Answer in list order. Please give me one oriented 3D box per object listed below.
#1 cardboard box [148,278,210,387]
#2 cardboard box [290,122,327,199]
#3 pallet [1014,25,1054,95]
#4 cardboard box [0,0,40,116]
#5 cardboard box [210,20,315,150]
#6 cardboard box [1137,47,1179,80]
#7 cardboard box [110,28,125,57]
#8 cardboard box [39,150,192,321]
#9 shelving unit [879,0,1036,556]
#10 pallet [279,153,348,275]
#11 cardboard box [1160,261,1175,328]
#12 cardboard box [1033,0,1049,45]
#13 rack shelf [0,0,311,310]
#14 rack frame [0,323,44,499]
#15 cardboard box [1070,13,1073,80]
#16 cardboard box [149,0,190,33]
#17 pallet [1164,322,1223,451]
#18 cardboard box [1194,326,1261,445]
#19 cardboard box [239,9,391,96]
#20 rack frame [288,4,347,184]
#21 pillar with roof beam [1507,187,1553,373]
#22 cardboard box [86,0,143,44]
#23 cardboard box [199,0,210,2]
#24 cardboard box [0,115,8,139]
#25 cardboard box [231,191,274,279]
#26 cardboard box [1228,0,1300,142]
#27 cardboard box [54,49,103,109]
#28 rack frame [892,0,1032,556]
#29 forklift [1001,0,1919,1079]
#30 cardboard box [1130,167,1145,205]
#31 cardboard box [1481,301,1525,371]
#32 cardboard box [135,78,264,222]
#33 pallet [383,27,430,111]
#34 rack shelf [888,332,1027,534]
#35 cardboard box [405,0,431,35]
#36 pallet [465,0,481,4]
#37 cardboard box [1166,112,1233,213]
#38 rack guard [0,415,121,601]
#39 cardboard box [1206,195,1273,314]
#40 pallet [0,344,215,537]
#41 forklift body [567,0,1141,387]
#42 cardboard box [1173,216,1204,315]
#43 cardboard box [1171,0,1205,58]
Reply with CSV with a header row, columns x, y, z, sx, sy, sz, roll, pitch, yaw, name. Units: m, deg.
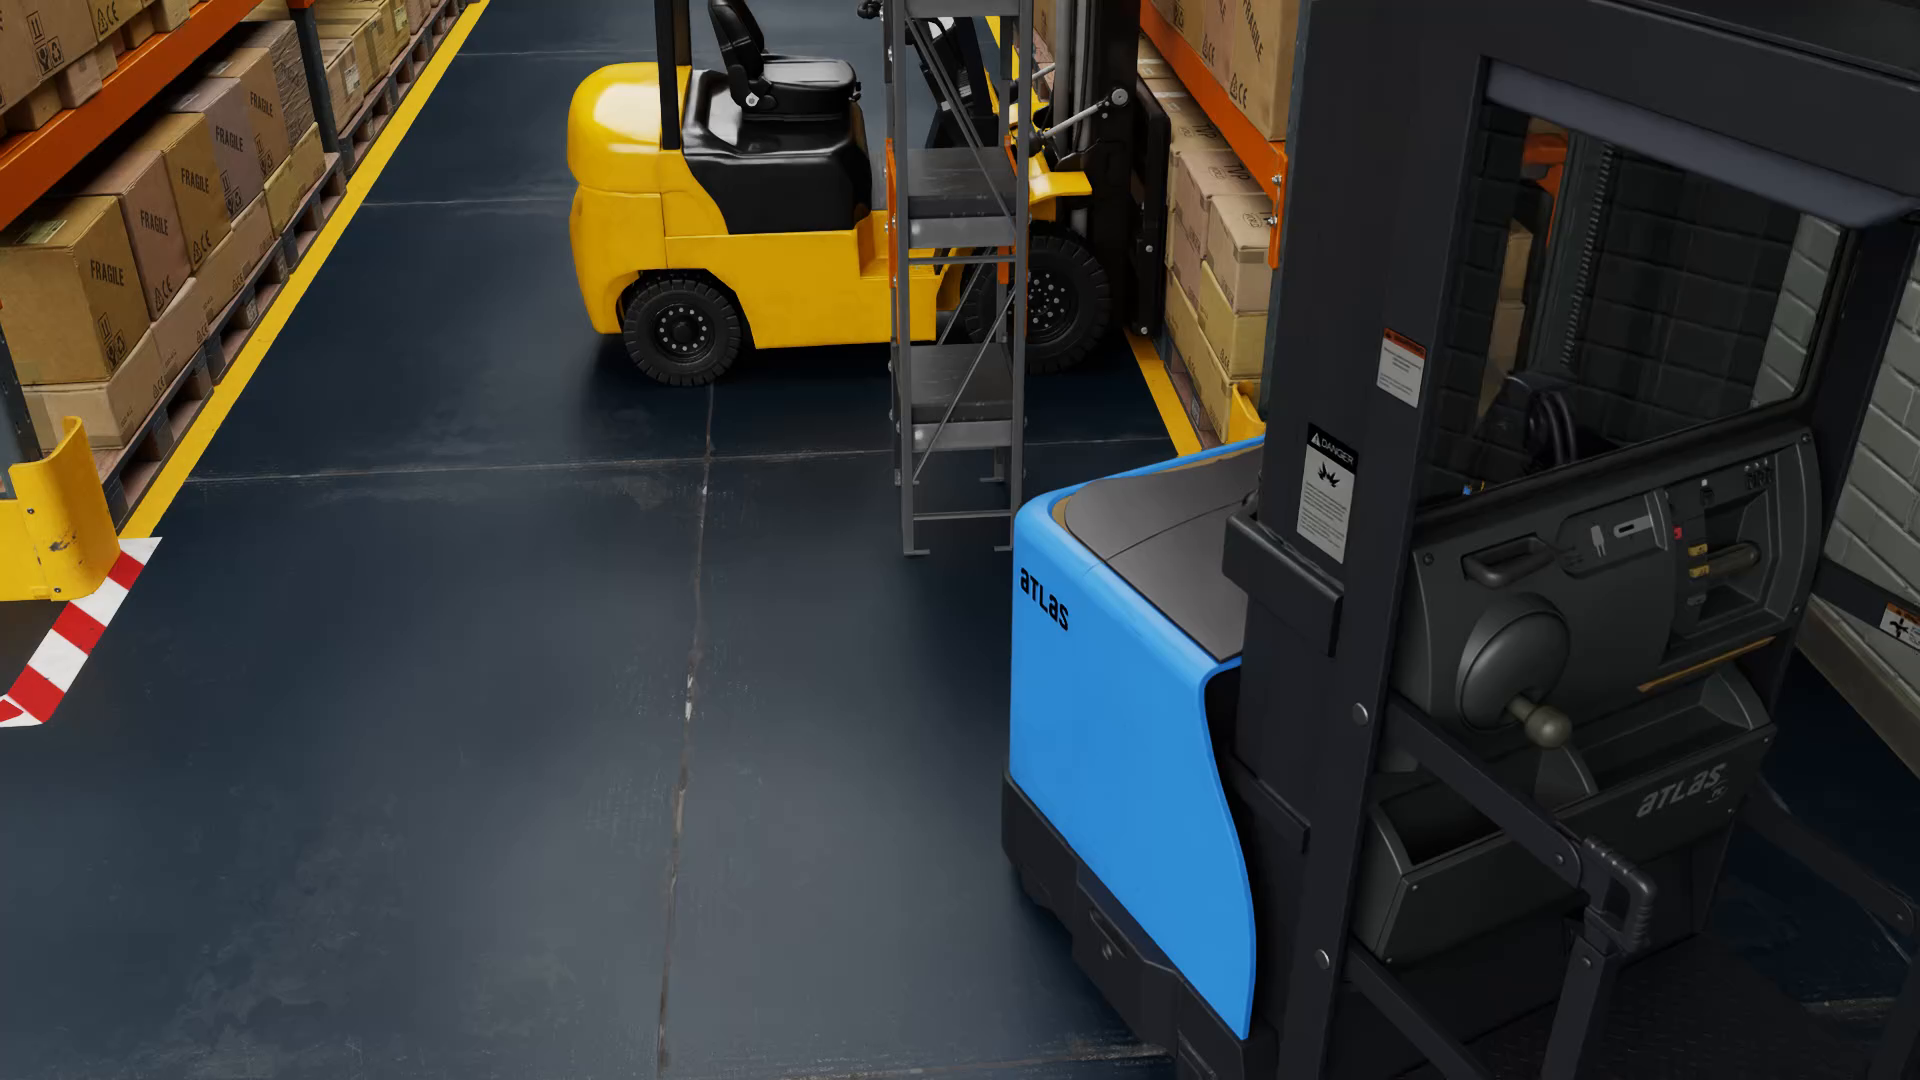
x,y,z,sx,sy,sz,roll,pitch,yaw,name
-3.266,-0.802,6.440,0.500,0.250,0.500,-2,31,-3,cardboard box
-3.477,-1.869,8.226,0.500,0.250,0.500,-1,31,-2,cardboard box
0.917,-3.200,10.901,1.003,0.211,1.213,-3,31,-5,pallet
-3.194,-1.542,5.019,0.500,0.500,0.500,-3,31,-5,cardboard box
-3.477,-2.191,8.034,0.500,0.500,0.500,-3,31,-5,cardboard box
0.970,-2.050,7.554,0.500,0.250,0.500,-2,31,-3,cardboard box
-3.353,-1.854,6.173,0.380,0.149,0.250,-2,31,-3,cardboard box
-3.282,-1.142,6.277,0.500,0.500,0.500,-4,31,-6,cardboard box
-0.015,-0.986,5.353,0.431,2.100,0.503,-3,31,-5,shelving unit
-3.702,-1.620,8.256,1.003,0.211,1.213,-3,31,-5,pallet
1.082,-1.091,6.923,0.500,0.250,0.500,-2,31,-4,cardboard box
0.945,-3.605,10.767,0.875,0.625,0.625,-4,31,-7,cardboard box
-3.613,-1.828,6.588,1.077,0.370,4.000,-3,31,-5,rack shelf
-3.426,-1.116,4.694,1.000,3.000,0.127,-3,31,-5,rack frame
1.082,-2.825,9.460,0.875,0.625,0.625,-1,31,-2,cardboard box
-3.314,-2.121,6.621,0.380,0.149,0.250,-2,31,-4,cardboard box
1.403,-0.547,6.460,1.003,0.211,1.213,-3,31,-5,pallet
1.157,-0.581,6.069,0.500,0.250,0.500,-3,31,-4,cardboard box
-3.922,-2.845,9.741,0.950,0.372,0.625,-1,31,-1,cardboard box
-3.800,-3.158,8.113,1.000,3.000,0.127,-3,31,-5,rack frame
-1.938,-4.124,3.879,9.100,9.000,0.400,-3,31,-5,pillar with roof beam
-3.294,-2.066,5.897,0.500,0.500,0.500,-3,31,-6,cardboard box
-3.368,-2.382,7.059,0.380,0.149,0.250,-3,31,-5,cardboard box
-3.289,-1.320,5.280,0.380,0.149,0.250,-2,31,-4,cardboard box
-3.374,-1.338,7.337,0.500,0.250,0.500,-2,31,-4,cardboard box
1.208,-1.638,5.469,0.500,0.500,0.500,-3,31,-6,cardboard box
-3.211,-1.591,5.733,0.380,0.149,0.250,-2,31,-4,cardboard box
0.007,-0.861,5.144,0.400,2.100,0.015,-3,31,-5,rack frame
1.243,0.122,2.688,1.130,2.935,3.031,-15,34,-24,forklift
1.011,-1.579,7.252,0.500,0.250,0.500,-3,31,-5,cardboard box
1.679,-0.820,5.983,0.500,0.250,0.500,-2,31,-4,cardboard box
-3.379,-1.671,7.163,0.500,0.500,0.500,-1,31,-2,cardboard box
-3.991,-2.983,10.538,1.003,0.211,1.213,-3,31,-5,pallet
-0.015,-0.373,5.719,0.431,0.518,0.480,-3,31,-5,rack shelf
-4.054,-3.587,10.984,0.950,0.372,0.625,-3,31,-6,cardboard box
-4.172,-4.410,12.927,1.003,0.211,1.213,-3,31,-5,pallet
1.052,-1.523,6.671,0.500,0.250,0.500,-2,31,-4,cardboard box
-3.433,-0.082,5.400,1.175,0.500,0.348,-3,31,-5,rack guard
1.162,-1.005,5.805,0.500,0.250,0.500,-2,31,-3,cardboard box
-3.474,-0.374,6.171,1.003,0.211,1.213,-3,31,-5,pallet
-0.478,-1.872,6.787,2.313,2.155,1.214,-3,31,-5,forklift body
1.123,-1.060,6.385,0.500,0.250,0.500,-3,31,-5,cardboard box
1.121,-2.164,6.351,0.500,0.500,0.500,-3,31,-6,cardboard box
